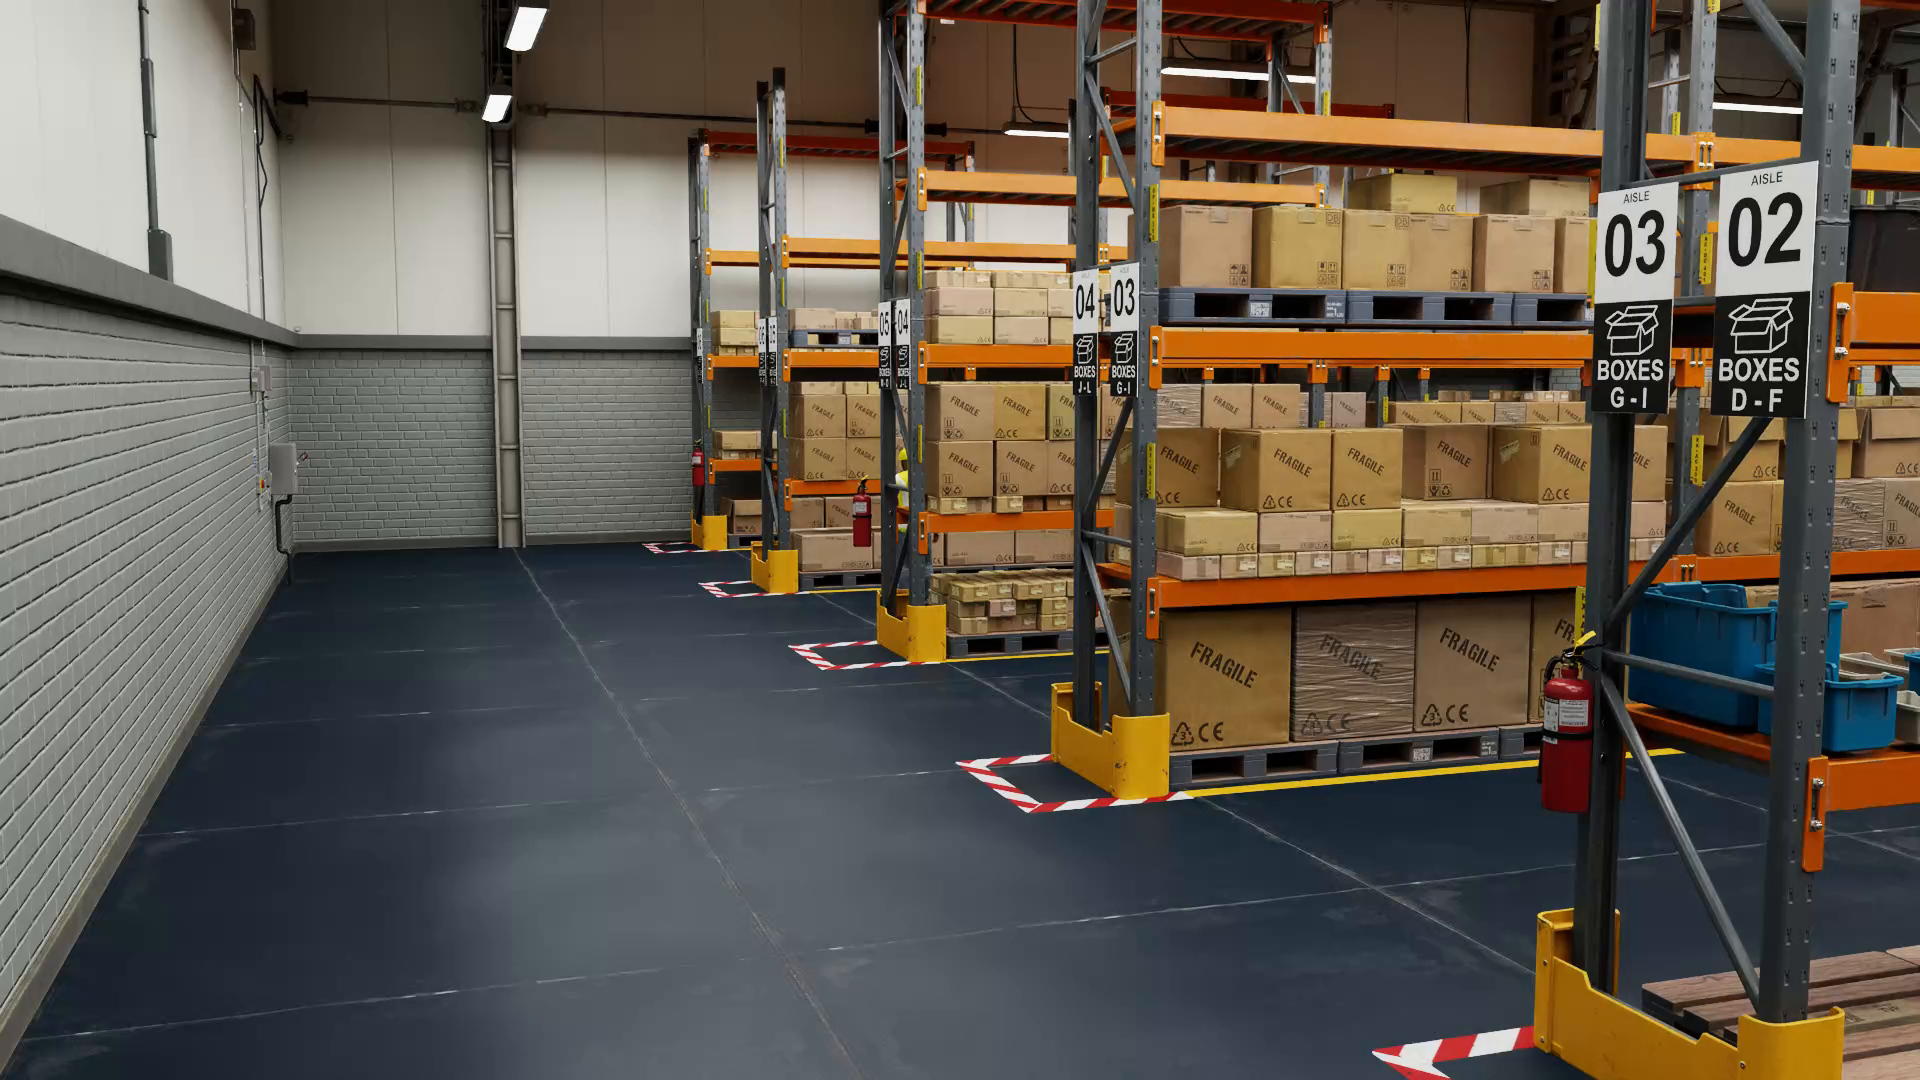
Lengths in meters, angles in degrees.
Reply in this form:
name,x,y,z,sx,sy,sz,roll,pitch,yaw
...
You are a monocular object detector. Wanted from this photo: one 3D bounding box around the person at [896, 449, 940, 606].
name,x,y,z,sx,sy,sz,roll,pitch,yaw
person,-0.510,-0.124,17.983,0.634,1.760,0.463,-2,6,-20
